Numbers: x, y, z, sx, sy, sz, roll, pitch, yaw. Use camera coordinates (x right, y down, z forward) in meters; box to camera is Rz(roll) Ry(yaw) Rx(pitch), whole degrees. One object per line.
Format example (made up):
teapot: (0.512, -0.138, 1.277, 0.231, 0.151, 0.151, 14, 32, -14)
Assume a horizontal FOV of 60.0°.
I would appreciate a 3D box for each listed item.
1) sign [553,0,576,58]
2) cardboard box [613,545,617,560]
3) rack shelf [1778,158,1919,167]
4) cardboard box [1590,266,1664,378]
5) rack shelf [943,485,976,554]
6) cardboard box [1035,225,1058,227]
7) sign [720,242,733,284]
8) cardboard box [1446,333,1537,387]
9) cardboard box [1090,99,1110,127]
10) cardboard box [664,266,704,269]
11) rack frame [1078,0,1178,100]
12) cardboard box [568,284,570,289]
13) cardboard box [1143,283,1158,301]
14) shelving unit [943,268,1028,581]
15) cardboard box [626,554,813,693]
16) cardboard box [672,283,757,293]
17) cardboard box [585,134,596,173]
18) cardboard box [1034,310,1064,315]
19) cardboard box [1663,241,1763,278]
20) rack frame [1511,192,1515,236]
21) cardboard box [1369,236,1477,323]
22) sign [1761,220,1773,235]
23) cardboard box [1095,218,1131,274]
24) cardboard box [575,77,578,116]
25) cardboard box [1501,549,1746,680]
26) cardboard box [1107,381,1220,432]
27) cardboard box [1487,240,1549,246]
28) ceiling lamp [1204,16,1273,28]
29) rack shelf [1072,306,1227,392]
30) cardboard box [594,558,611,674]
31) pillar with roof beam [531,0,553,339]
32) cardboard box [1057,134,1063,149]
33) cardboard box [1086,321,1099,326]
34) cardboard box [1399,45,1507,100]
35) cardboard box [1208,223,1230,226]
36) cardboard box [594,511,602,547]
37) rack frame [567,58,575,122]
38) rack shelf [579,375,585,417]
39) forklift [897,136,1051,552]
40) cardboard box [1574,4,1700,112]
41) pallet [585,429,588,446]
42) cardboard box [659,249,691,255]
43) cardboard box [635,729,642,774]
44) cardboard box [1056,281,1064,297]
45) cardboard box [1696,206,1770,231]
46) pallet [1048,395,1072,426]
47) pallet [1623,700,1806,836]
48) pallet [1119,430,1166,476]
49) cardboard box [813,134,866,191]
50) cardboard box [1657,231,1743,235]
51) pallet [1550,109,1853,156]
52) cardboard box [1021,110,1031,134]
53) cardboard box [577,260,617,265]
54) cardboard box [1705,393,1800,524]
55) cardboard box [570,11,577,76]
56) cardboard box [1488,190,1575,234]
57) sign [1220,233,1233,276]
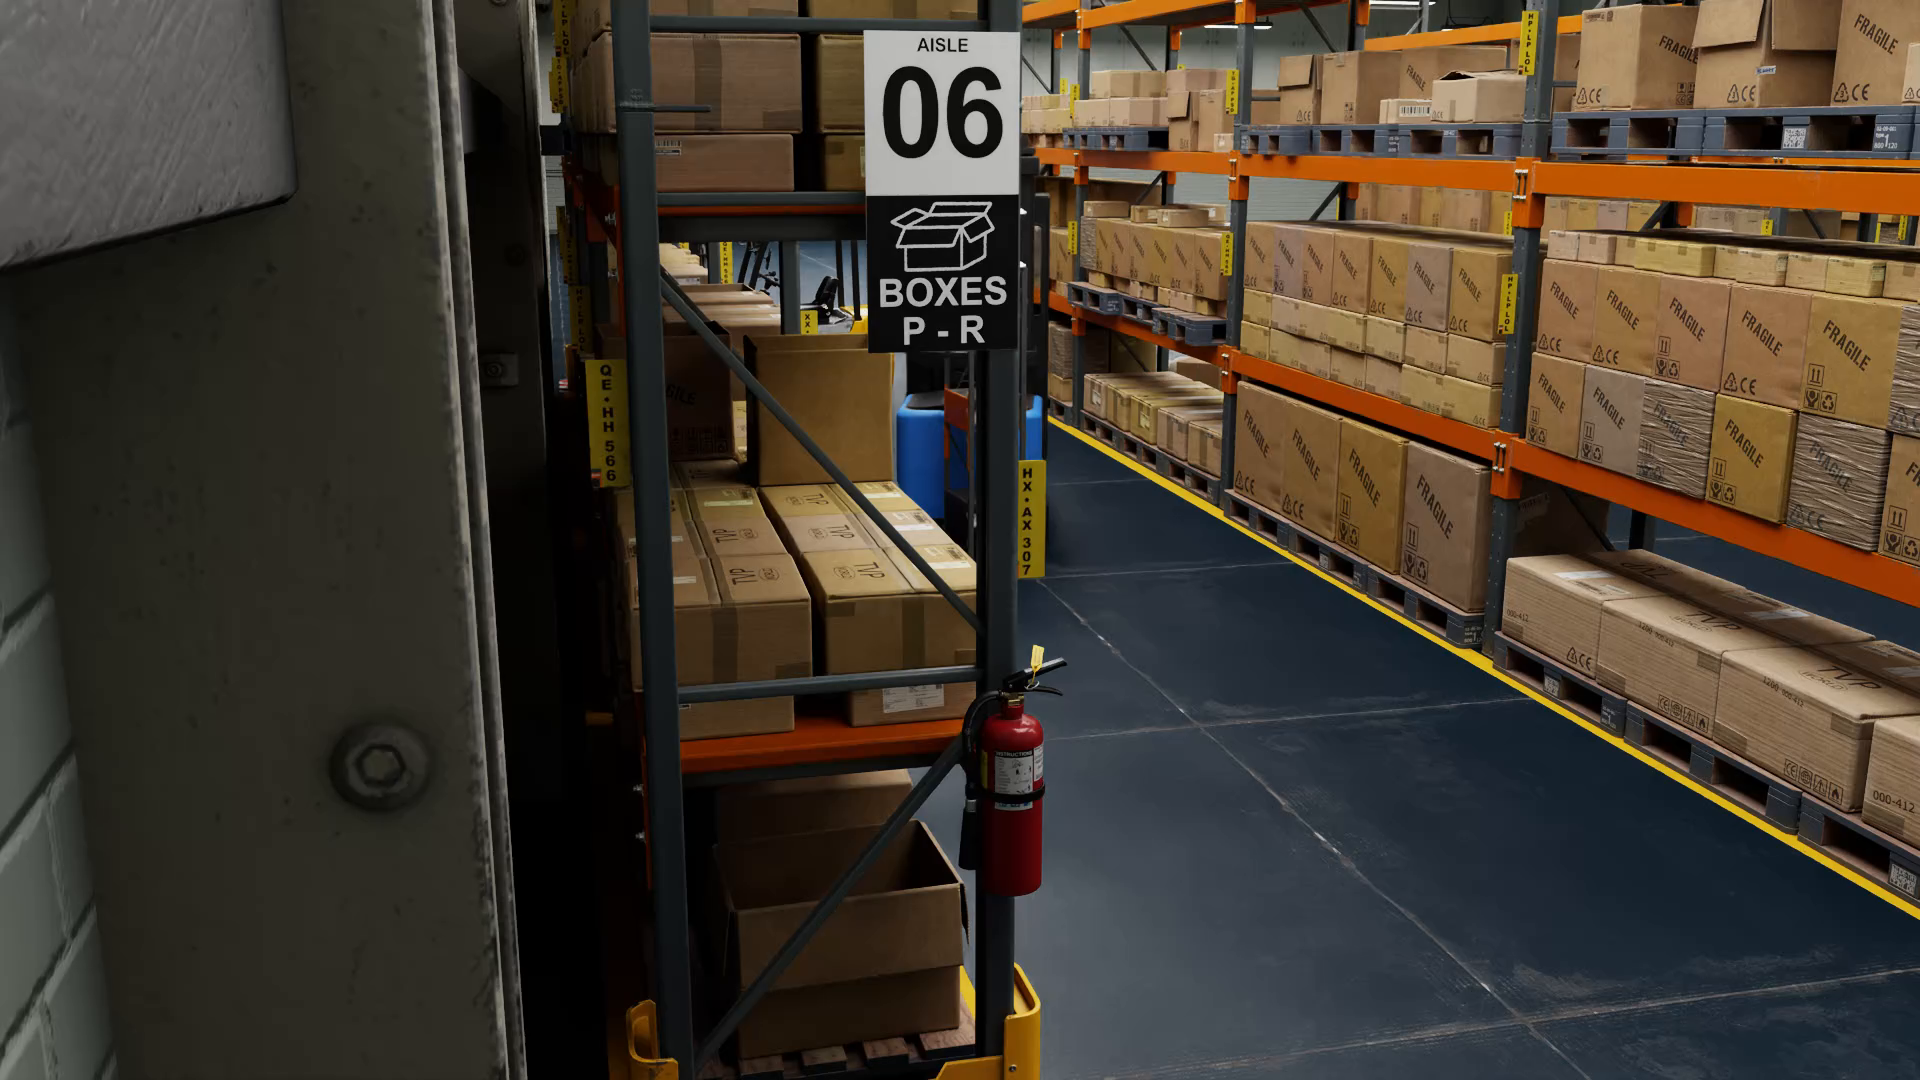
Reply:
sign: (-1.822, -2.395, 7.671, 0.100, 0.325, 0.005, -3, 14, -13)
cardboard box: (-1.095, 0.104, 6.212, 0.380, 0.149, 0.250, -3, 14, -13)
rack shelf: (7.858, -2.673, 12.243, 1.077, 0.370, 4.000, -3, 14, -13)
cardboard box: (3.529, -1.099, 8.287, 0.500, 0.500, 0.500, -3, 14, -14)
rack shelf: (0.165, -0.094, 11.393, 0.431, 0.518, 0.480, -5, 15, -19)
cardboard box: (0.937, -3.288, 18.727, 0.500, 0.500, 0.500, -4, 14, -14)
sign: (-1.698, -2.006, 12.046, 0.100, 0.325, 0.005, -3, 14, -13)
cardboard box: (3.200, -1.063, 9.720, 0.500, 0.250, 0.500, -3, 14, -13)
cardboard box: (1.529, -3.964, 15.445, 0.500, 0.250, 0.500, -3, 14, -14)
cardboard box: (-2.161, -2.023, 12.810, 0.380, 0.149, 0.250, -3, 14, -12)
rack frame: (1.661, -5.565, 16.243, 1.000, 3.000, 0.127, -3, 14, -13)
cardboard box: (-3.773, -2.742, 17.120, 0.500, 0.500, 0.500, -4, 14, -15)
cardboard box: (1.854, -2.225, 14.859, 0.380, 0.149, 0.250, -4, 14, -15)
shelving unit: (0.165, -0.787, 11.224, 0.431, 2.100, 0.503, -5, 15, -19)
cardboard box: (-0.710, 0.233, 4.844, 0.500, 0.250, 0.500, -3, 14, -12)
cardboard box: (-1.660, -1.338, 10.481, 0.797, 0.503, 0.637, -4, 14, -14)
cardboard box: (-1.282, -1.532, 6.586, 0.380, 0.149, 0.250, -3, 14, -14)
cardboard box: (0.886, -2.362, 19.104, 0.500, 0.500, 0.500, -3, 14, -12)
cardboard box: (3.572, -1.328, 7.860, 0.380, 0.149, 0.250, -4, 14, -15)
rack frame: (6.449, -2.950, 18.180, 1.000, 3.000, 0.127, -3, 14, -13)
cardboard box: (2.963, -1.665, 10.605, 0.500, 0.500, 0.500, -3, 14, -11)
sign: (6.850, -2.557, 14.135, 0.100, 0.325, 0.005, -3, 14, -13)
cardboard box: (1.611, -2.808, 15.877, 0.500, 0.500, 0.500, -3, 14, -13)
cardboard box: (-1.323, -1.808, 6.876, 0.500, 0.250, 0.500, -3, 14, -14)
cardboard box: (3.583, 0.387, 9.038, 0.875, 0.438, 0.875, -3, 14, -14)
cardboard box: (1.959, -1.291, 16.044, 0.950, 0.372, 0.625, -2, 14, -10)
cardboard box: (3.570, -1.572, 10.225, 0.500, 0.500, 0.500, -3, 14, -14)
ceiling lamp: (7.710, -15.934, 46.387, 2.000, 3.185, 0.800, -3, 14, -13)
rack shelf: (2.131, -1.839, 15.152, 1.077, 0.370, 4.000, -3, 14, -13)
cardboard box: (-1.686, 0.386, 8.908, 0.500, 0.500, 0.500, -3, 14, -13)
pillar with roof beam: (-2.039, -7.623, 24.668, 9.100, 9.000, 0.400, -3, 14, -13)
cardboard box: (1.234, -4.162, 17.352, 0.380, 0.149, 0.250, -3, 14, -13)
cardboard box: (1.648, -2.157, 18.264, 0.500, 0.500, 0.500, -3, 14, -11)
cardboard box: (3.297, -3.047, 11.162, 0.500, 0.500, 0.500, -3, 14, -13)
cardboard box: (2.350, -2.599, 15.023, 0.500, 0.500, 0.500, -4, 14, -15)
cardboard box: (-1.869, -0.074, 9.427, 0.380, 0.149, 0.250, -4, 14, -16)
rack frame: (-2.223, -4.364, 11.330, 1.000, 3.000, 0.127, -3, 14, -13)
rack shelf: (-2.693, -1.562, 14.016, 1.077, 0.370, 4.000, -3, 14, -13)
forklift: (0.149, -1.629, 12.918, 1.130, 2.935, 3.031, 1, 14, 3)
cardboard box: (3.474, -2.416, 8.368, 0.500, 0.500, 0.500, -3, 14, -12)
pallet: (-2.952, -0.850, 15.463, 1.003, 0.211, 1.213, -3, 14, -13)
cardboard box: (-2.591, -2.499, 14.757, 0.380, 0.149, 0.250, -4, 14, -15)
cardboard box: (-1.256, 0.919, 7.466, 0.380, 0.149, 0.250, -3, 14, -14)
cardboard box: (1.224, -2.643, 17.453, 0.380, 0.149, 0.250, -3, 14, -12)
cardboard box: (7.173, -2.782, 15.175, 0.700, 0.500, 0.500, -3, 14, -14)
pallet: (1.469, -1.449, 17.912, 1.003, 0.211, 1.213, -3, 14, -13)
pallet: (3.933, 1.012, 7.842, 1.003, 0.211, 1.213, -3, 14, -13)
pallet: (2.136, -0.834, 15.397, 1.003, 0.211, 1.213, -3, 14, -13)
cardboard box: (-0.193, -1.026, 4.516, 0.380, 0.149, 0.250, -3, 14, -12)
cardboard box: (3.878, -1.534, 8.701, 0.380, 0.149, 0.250, -3, 14, -12)
pallet: (3.722, -2.029, 8.280, 1.003, 0.211, 1.213, -3, 14, -13)
cardboard box: (0.937, -4.617, 18.375, 0.500, 0.250, 0.500, -3, 14, -12)
cardboard box: (-2.919, -2.165, 13.391, 0.380, 0.149, 0.250, -4, 14, -14)
cardboard box: (3.742, -0.380, 7.452, 0.500, 0.500, 0.500, -3, 14, -12)
cardboard box: (-1.444, -2.169, 7.300, 0.500, 0.250, 0.500, -3, 14, -14)
cardboard box: (6.396, -3.634, 18.390, 0.875, 0.550, 0.550, -3, 14, -13)
sign: (2.076, -2.219, 12.917, 0.100, 0.325, 0.005, -3, 14, -13)
